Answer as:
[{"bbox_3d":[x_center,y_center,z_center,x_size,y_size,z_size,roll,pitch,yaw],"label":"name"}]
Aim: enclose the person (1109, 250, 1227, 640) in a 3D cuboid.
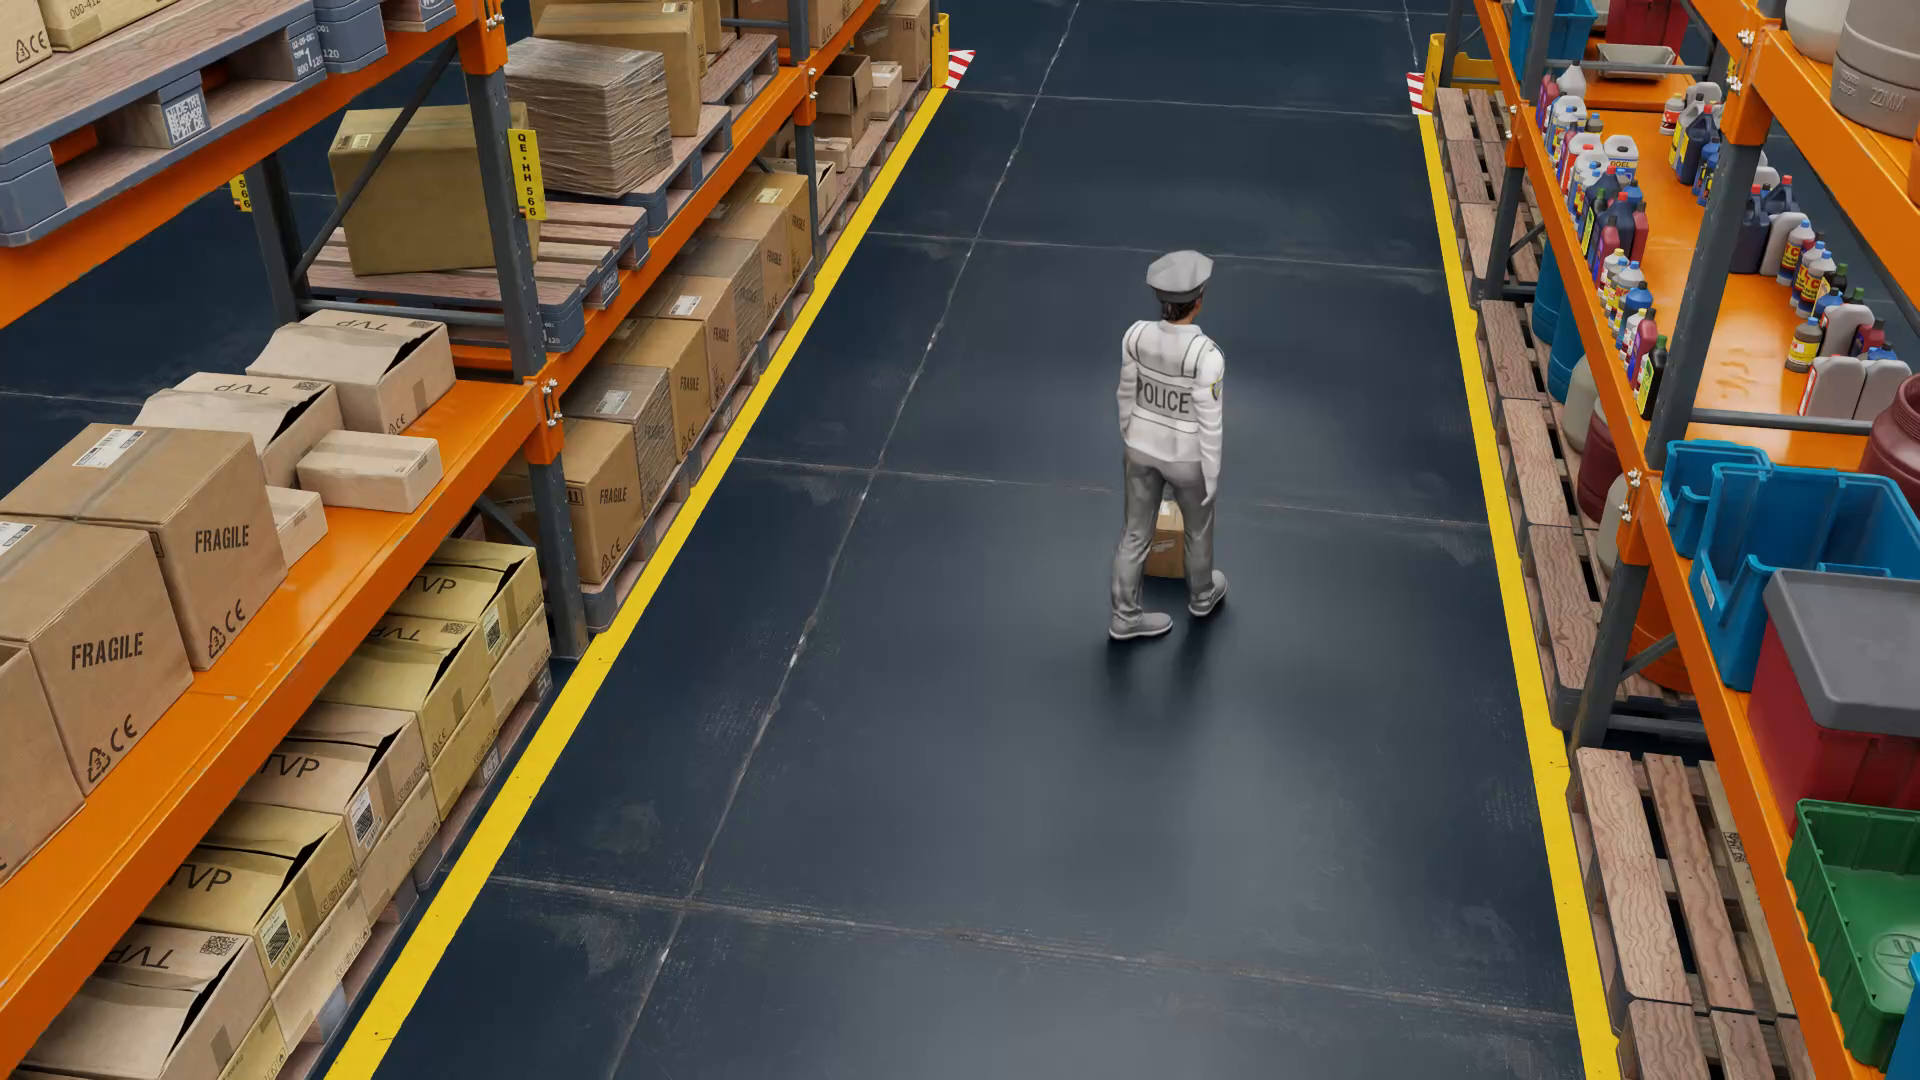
[{"bbox_3d":[0.894,-0.388,6.722,0.476,1.667,0.633,21,38,29],"label":"person"}]
